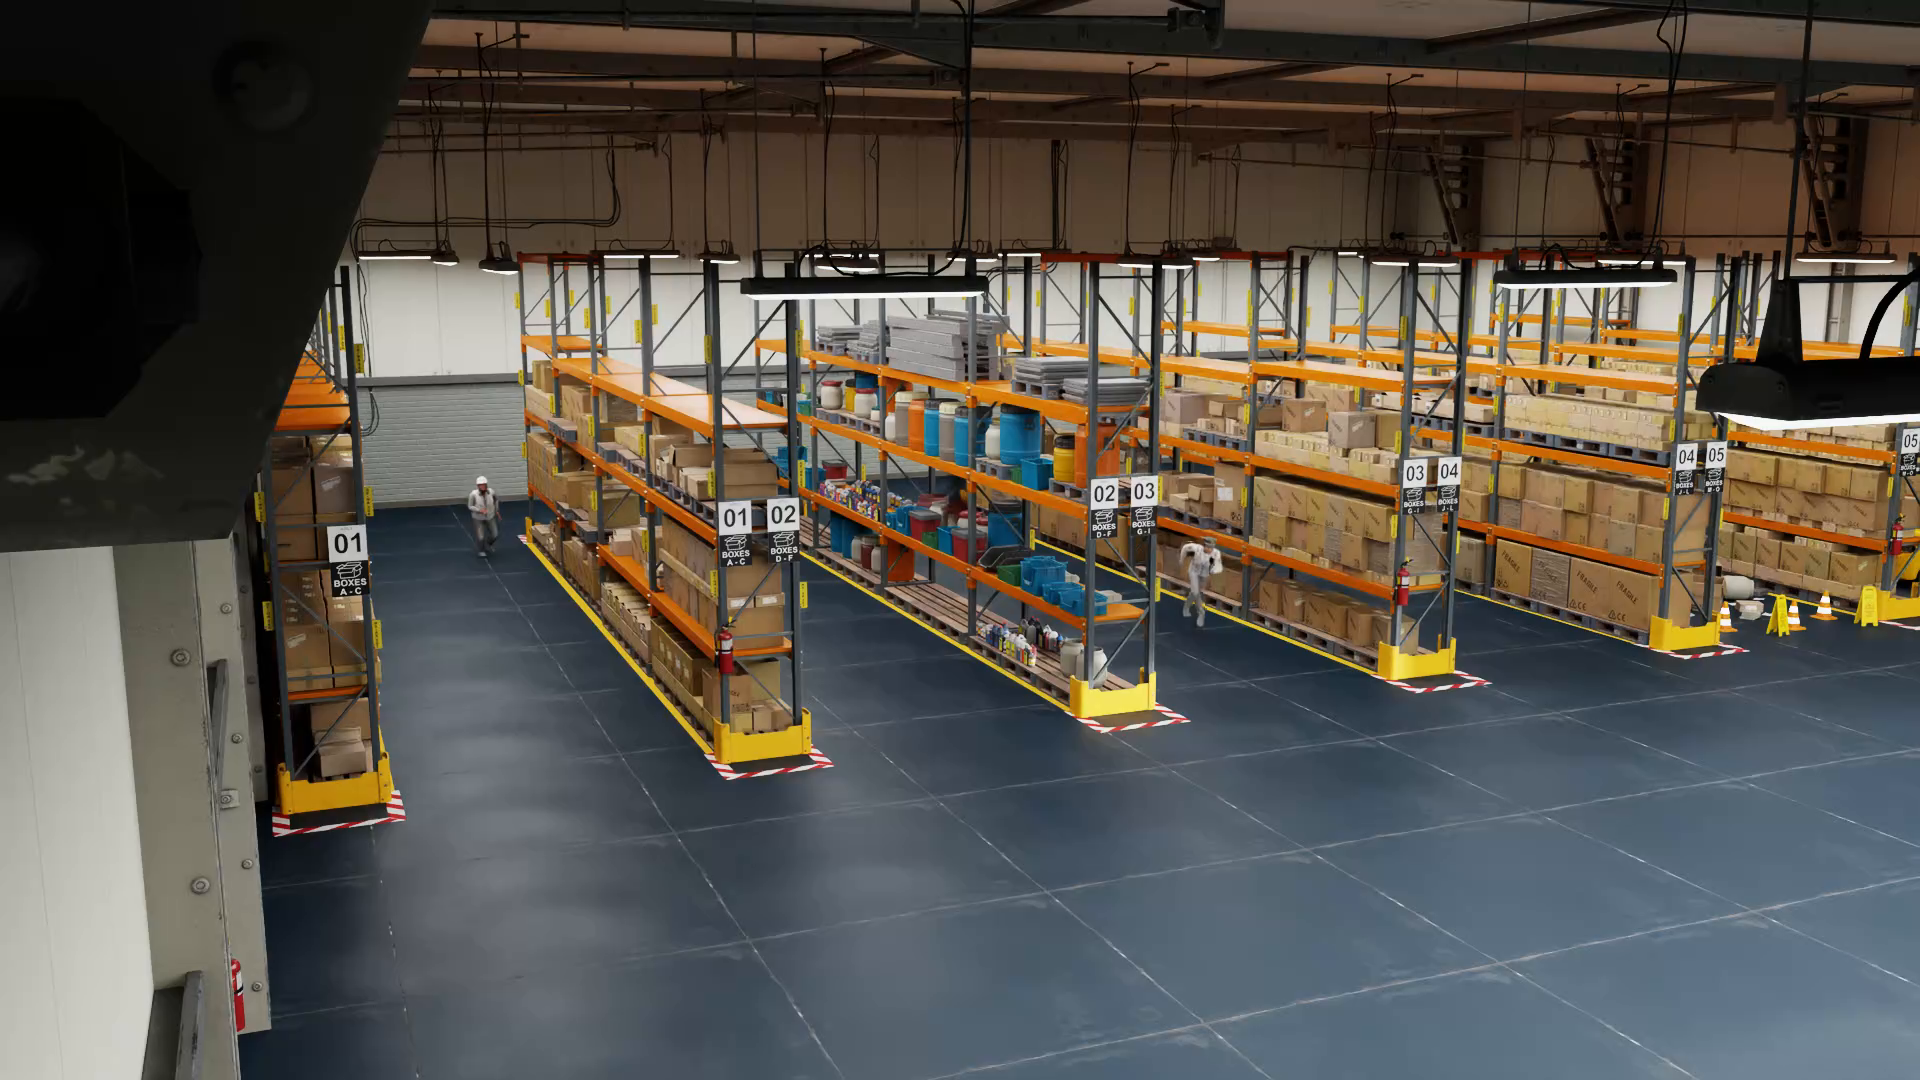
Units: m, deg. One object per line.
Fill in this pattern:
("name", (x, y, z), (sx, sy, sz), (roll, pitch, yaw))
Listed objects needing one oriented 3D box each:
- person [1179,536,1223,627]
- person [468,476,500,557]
("person", (3.796, 0.597, 26.294), (0.594, 1.455, 1.062), (-1, 10, -7))
("person", (-9.411, -0.452, 32.907), (0.649, 1.664, 0.785), (-6, 12, -30))
